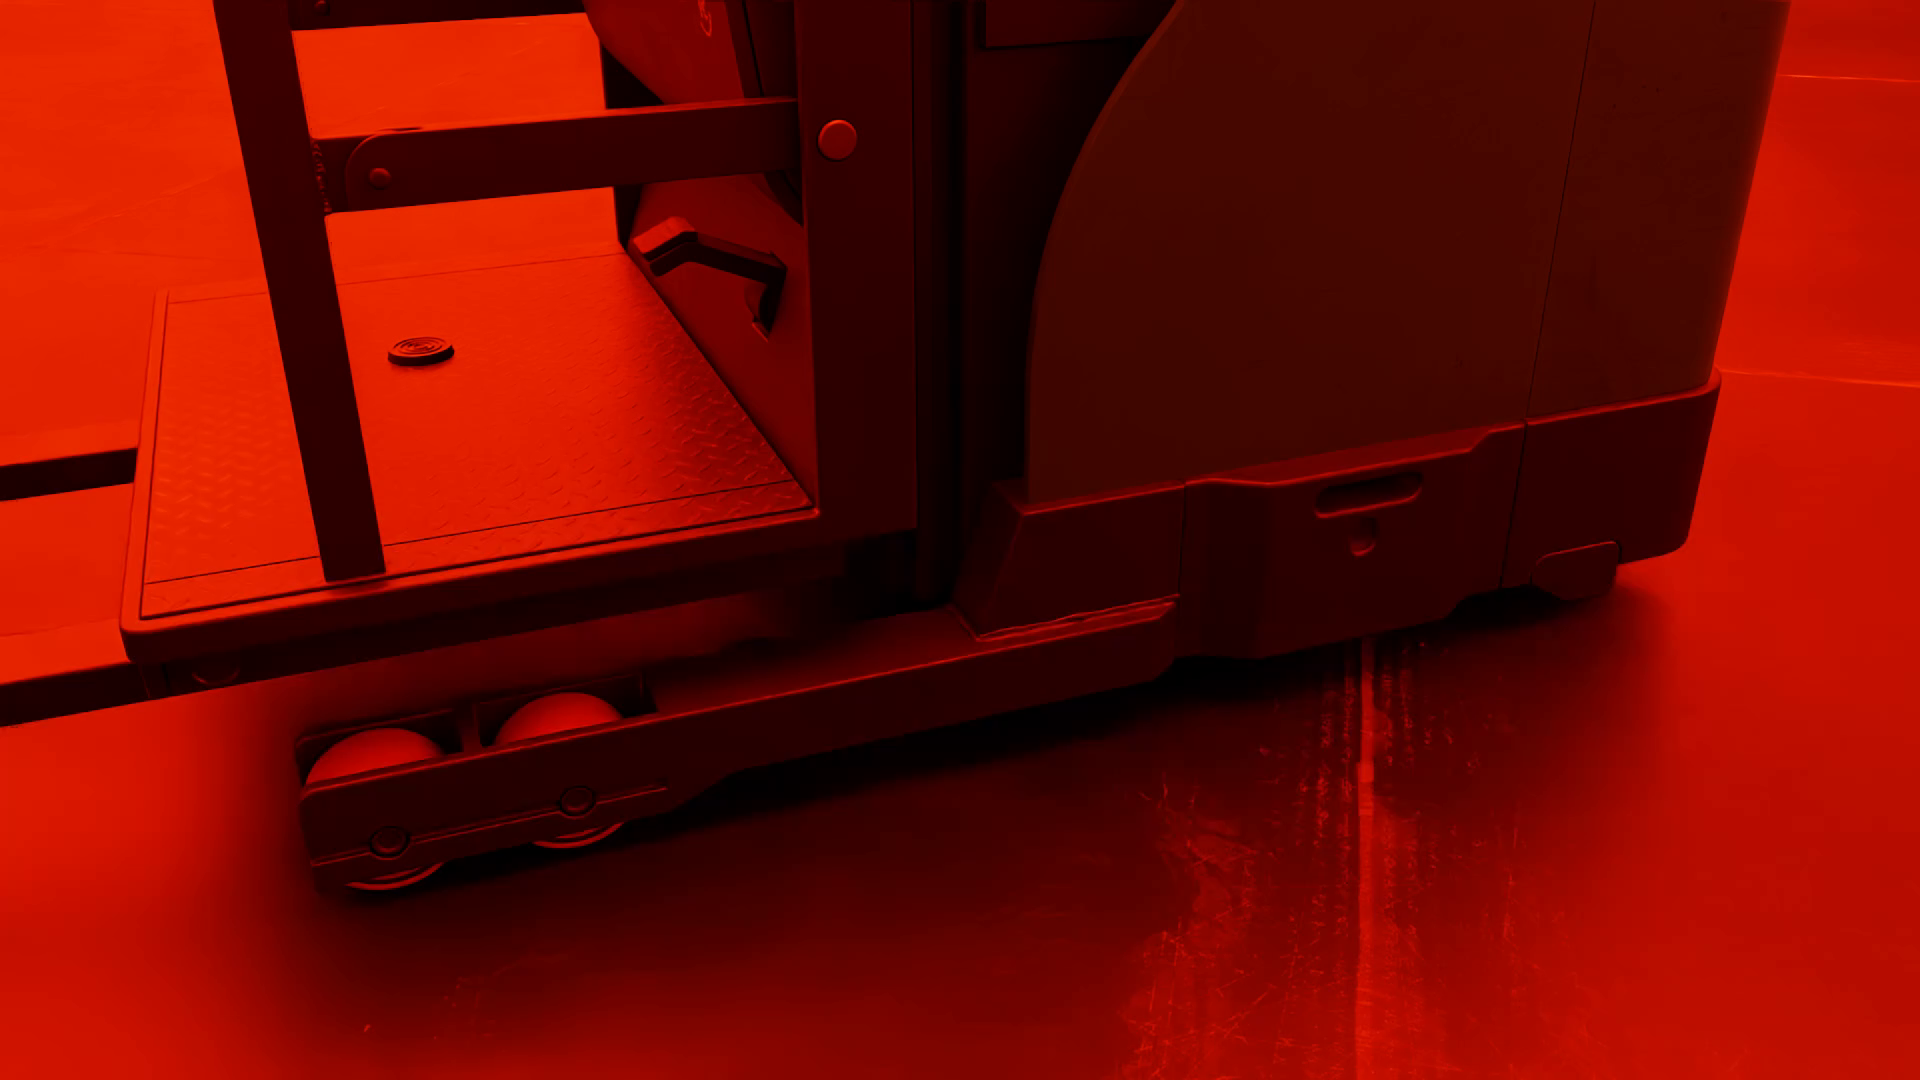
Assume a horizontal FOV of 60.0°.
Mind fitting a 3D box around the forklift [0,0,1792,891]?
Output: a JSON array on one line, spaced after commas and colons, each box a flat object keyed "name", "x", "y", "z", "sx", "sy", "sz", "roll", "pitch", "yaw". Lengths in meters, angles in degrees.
[{"name": "forklift", "x": -0.534, "y": -1.208, "z": 1.640, "sx": 3.031, "sy": 2.935, "sz": 1.130, "roll": -10, "pitch": 29, "yaw": -19}]
